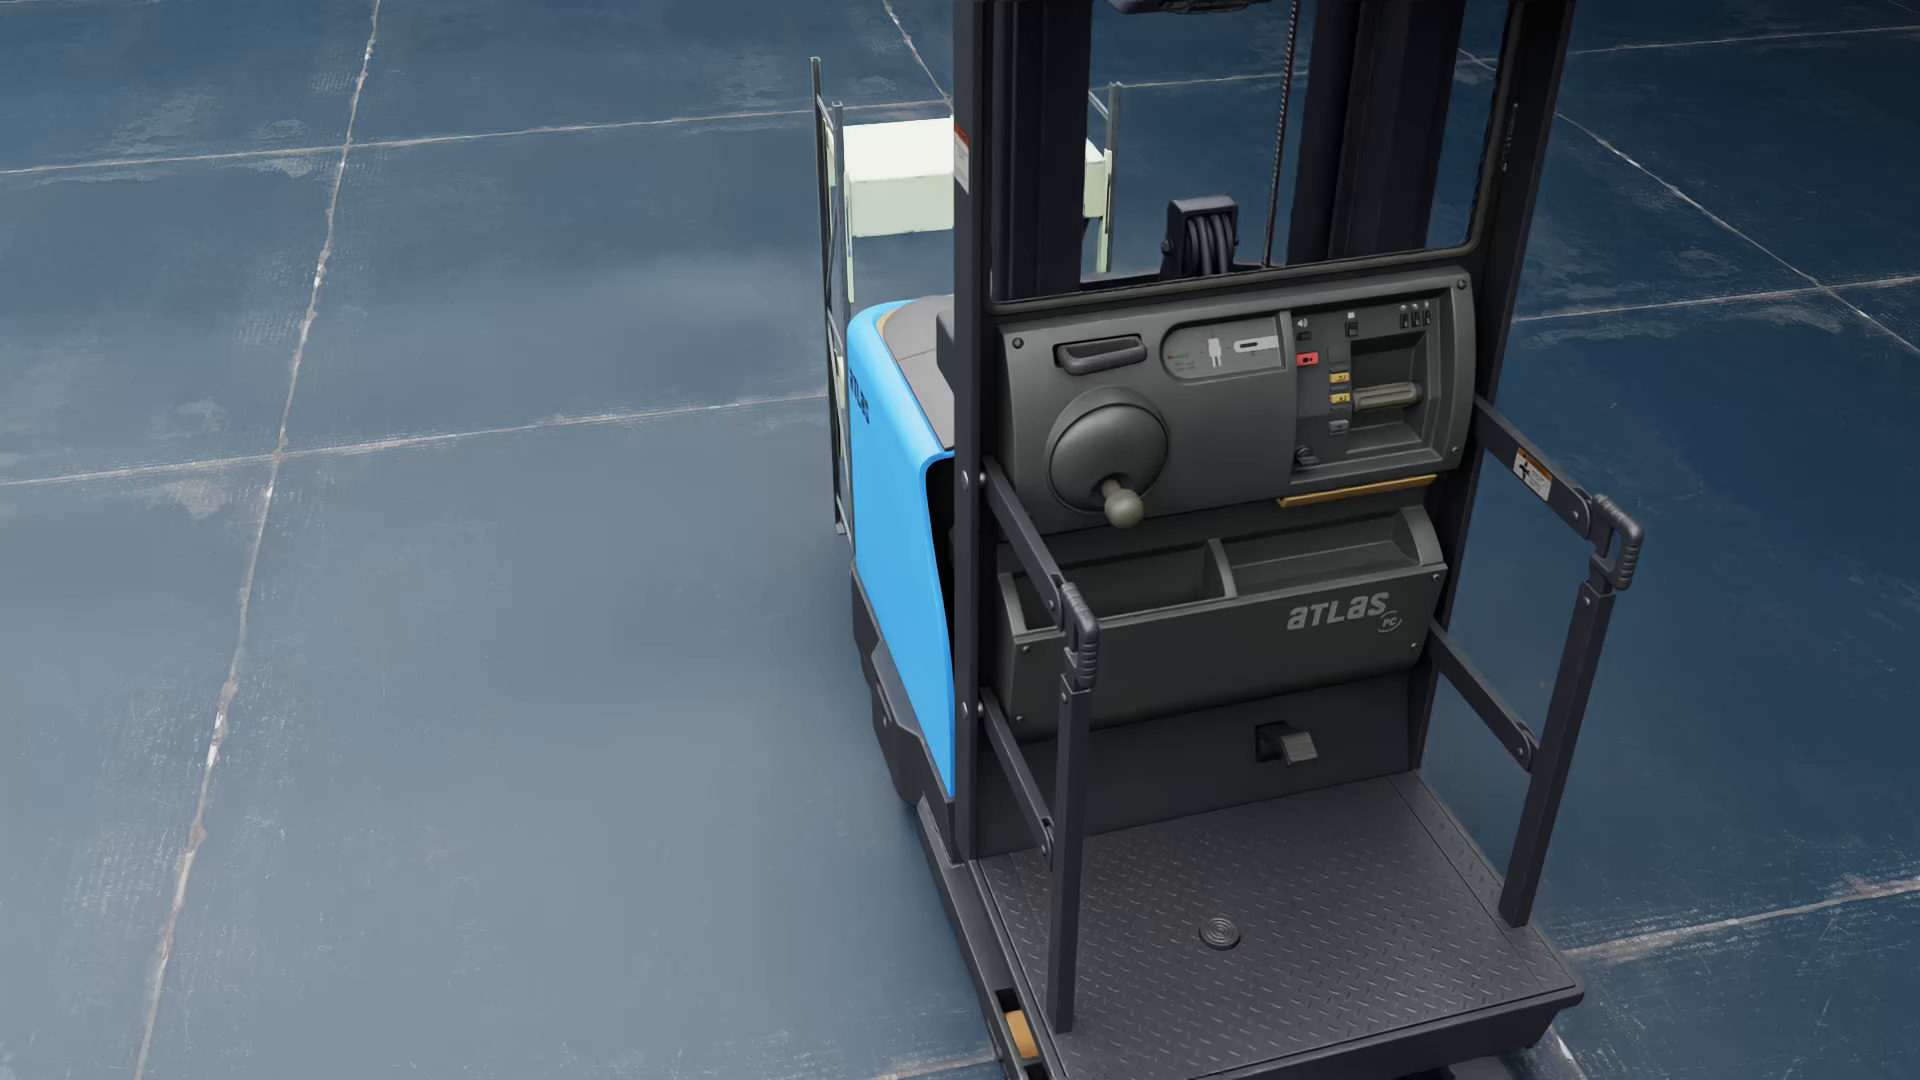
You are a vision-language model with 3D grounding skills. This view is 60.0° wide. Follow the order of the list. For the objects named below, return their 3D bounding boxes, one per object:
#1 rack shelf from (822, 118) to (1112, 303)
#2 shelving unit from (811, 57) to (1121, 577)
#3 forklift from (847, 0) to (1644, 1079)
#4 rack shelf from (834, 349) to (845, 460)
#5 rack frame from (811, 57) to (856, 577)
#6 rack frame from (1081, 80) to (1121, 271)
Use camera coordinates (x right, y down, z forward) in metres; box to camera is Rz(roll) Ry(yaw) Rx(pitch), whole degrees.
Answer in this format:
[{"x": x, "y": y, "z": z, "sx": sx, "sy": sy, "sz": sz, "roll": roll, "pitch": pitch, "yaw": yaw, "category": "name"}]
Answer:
[{"x": 0.007, "y": -0.948, "z": 4.616, "sx": 0.720, "sy": 0.370, "sz": 0.431, "roll": -7, "pitch": 35, "yaw": -11, "category": "rack shelf"}, {"x": 0.007, "y": -0.624, "z": 4.833, "sx": 0.755, "sy": 1.500, "sz": 0.431, "roll": -7, "pitch": 35, "yaw": -11, "category": "shelving unit"}, {"x": 0.593, "y": -0.203, "z": 2.922, "sx": 1.130, "sy": 2.935, "sz": 3.031, "roll": -9, "pitch": 35, "yaw": -13, "category": "forklift"}, {"x": 0.007, "y": -0.353, "z": 5.015, "sx": 0.720, "sy": 0.370, "sz": 0.431, "roll": -7, "pitch": 35, "yaw": -11, "category": "rack shelf"}, {"x": -0.350, "y": -0.579, "z": 4.766, "sx": 0.023, "sy": 1.500, "sz": 0.400, "roll": -7, "pitch": 35, "yaw": -11, "category": "rack frame"}, {"x": 0.363, "y": -0.669, "z": 4.900, "sx": 0.023, "sy": 1.500, "sz": 0.400, "roll": -7, "pitch": 35, "yaw": -11, "category": "rack frame"}]
